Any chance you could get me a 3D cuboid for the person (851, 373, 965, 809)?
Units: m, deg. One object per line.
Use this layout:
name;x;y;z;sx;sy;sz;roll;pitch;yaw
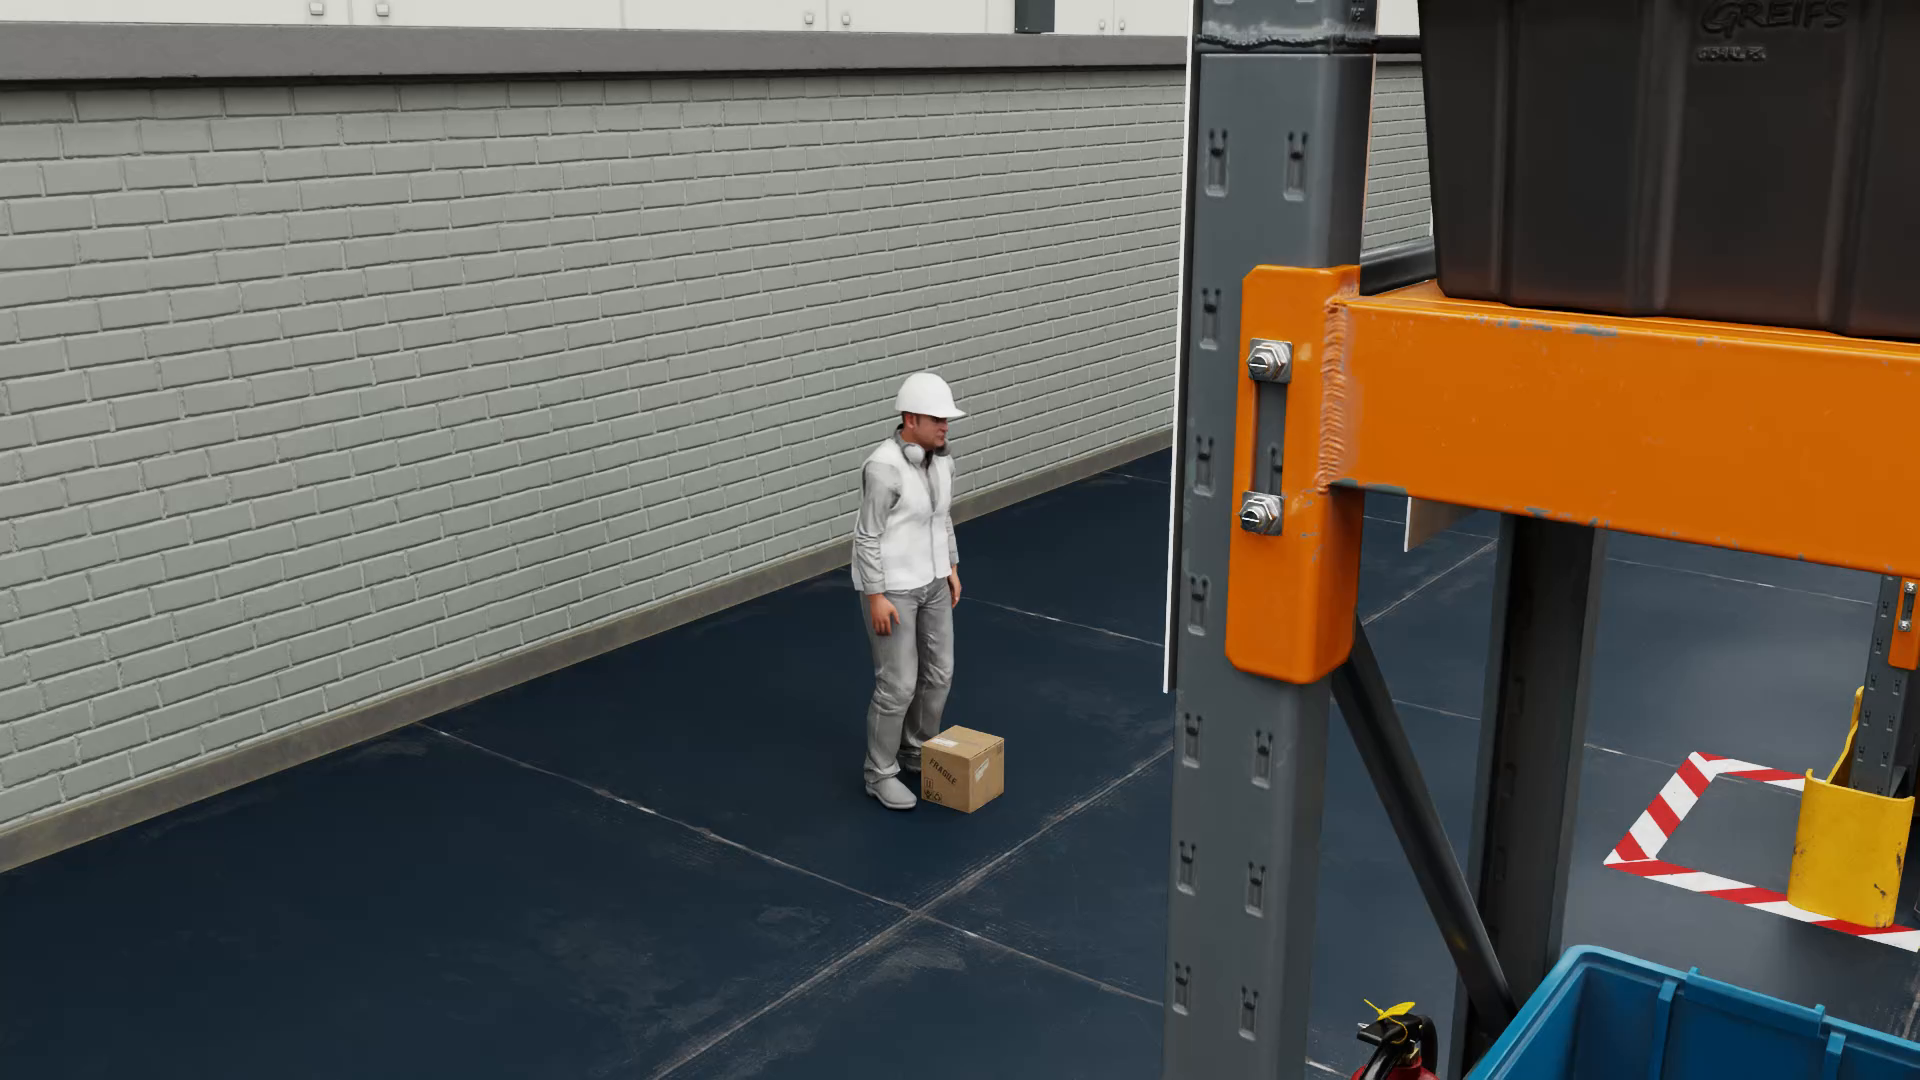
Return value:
person;-0.199;0.185;6.864;0.465;1.771;0.581;12;20;35
